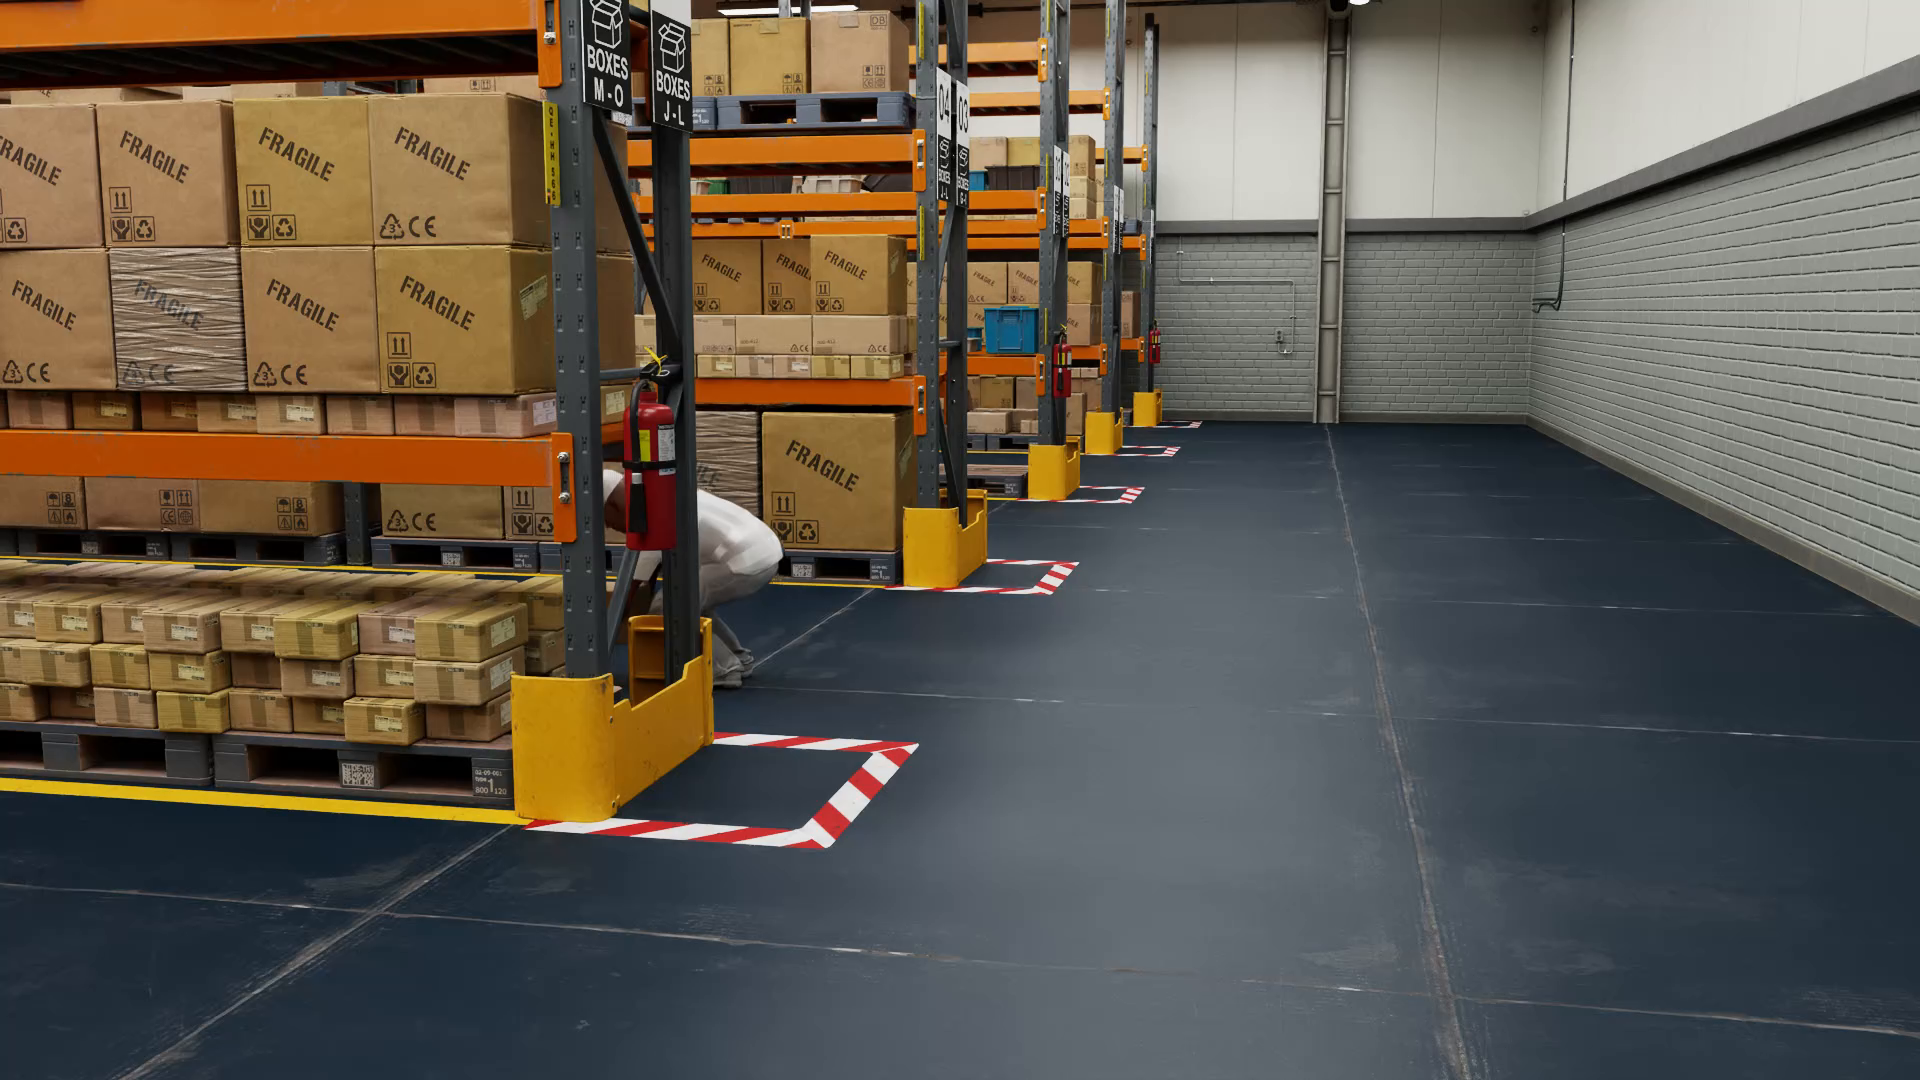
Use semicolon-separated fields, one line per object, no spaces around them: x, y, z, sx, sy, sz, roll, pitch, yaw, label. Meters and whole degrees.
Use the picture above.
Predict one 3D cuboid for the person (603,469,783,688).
-1.293;0.173;7.751;0.924;1.011;0.532;0;8;1;person
